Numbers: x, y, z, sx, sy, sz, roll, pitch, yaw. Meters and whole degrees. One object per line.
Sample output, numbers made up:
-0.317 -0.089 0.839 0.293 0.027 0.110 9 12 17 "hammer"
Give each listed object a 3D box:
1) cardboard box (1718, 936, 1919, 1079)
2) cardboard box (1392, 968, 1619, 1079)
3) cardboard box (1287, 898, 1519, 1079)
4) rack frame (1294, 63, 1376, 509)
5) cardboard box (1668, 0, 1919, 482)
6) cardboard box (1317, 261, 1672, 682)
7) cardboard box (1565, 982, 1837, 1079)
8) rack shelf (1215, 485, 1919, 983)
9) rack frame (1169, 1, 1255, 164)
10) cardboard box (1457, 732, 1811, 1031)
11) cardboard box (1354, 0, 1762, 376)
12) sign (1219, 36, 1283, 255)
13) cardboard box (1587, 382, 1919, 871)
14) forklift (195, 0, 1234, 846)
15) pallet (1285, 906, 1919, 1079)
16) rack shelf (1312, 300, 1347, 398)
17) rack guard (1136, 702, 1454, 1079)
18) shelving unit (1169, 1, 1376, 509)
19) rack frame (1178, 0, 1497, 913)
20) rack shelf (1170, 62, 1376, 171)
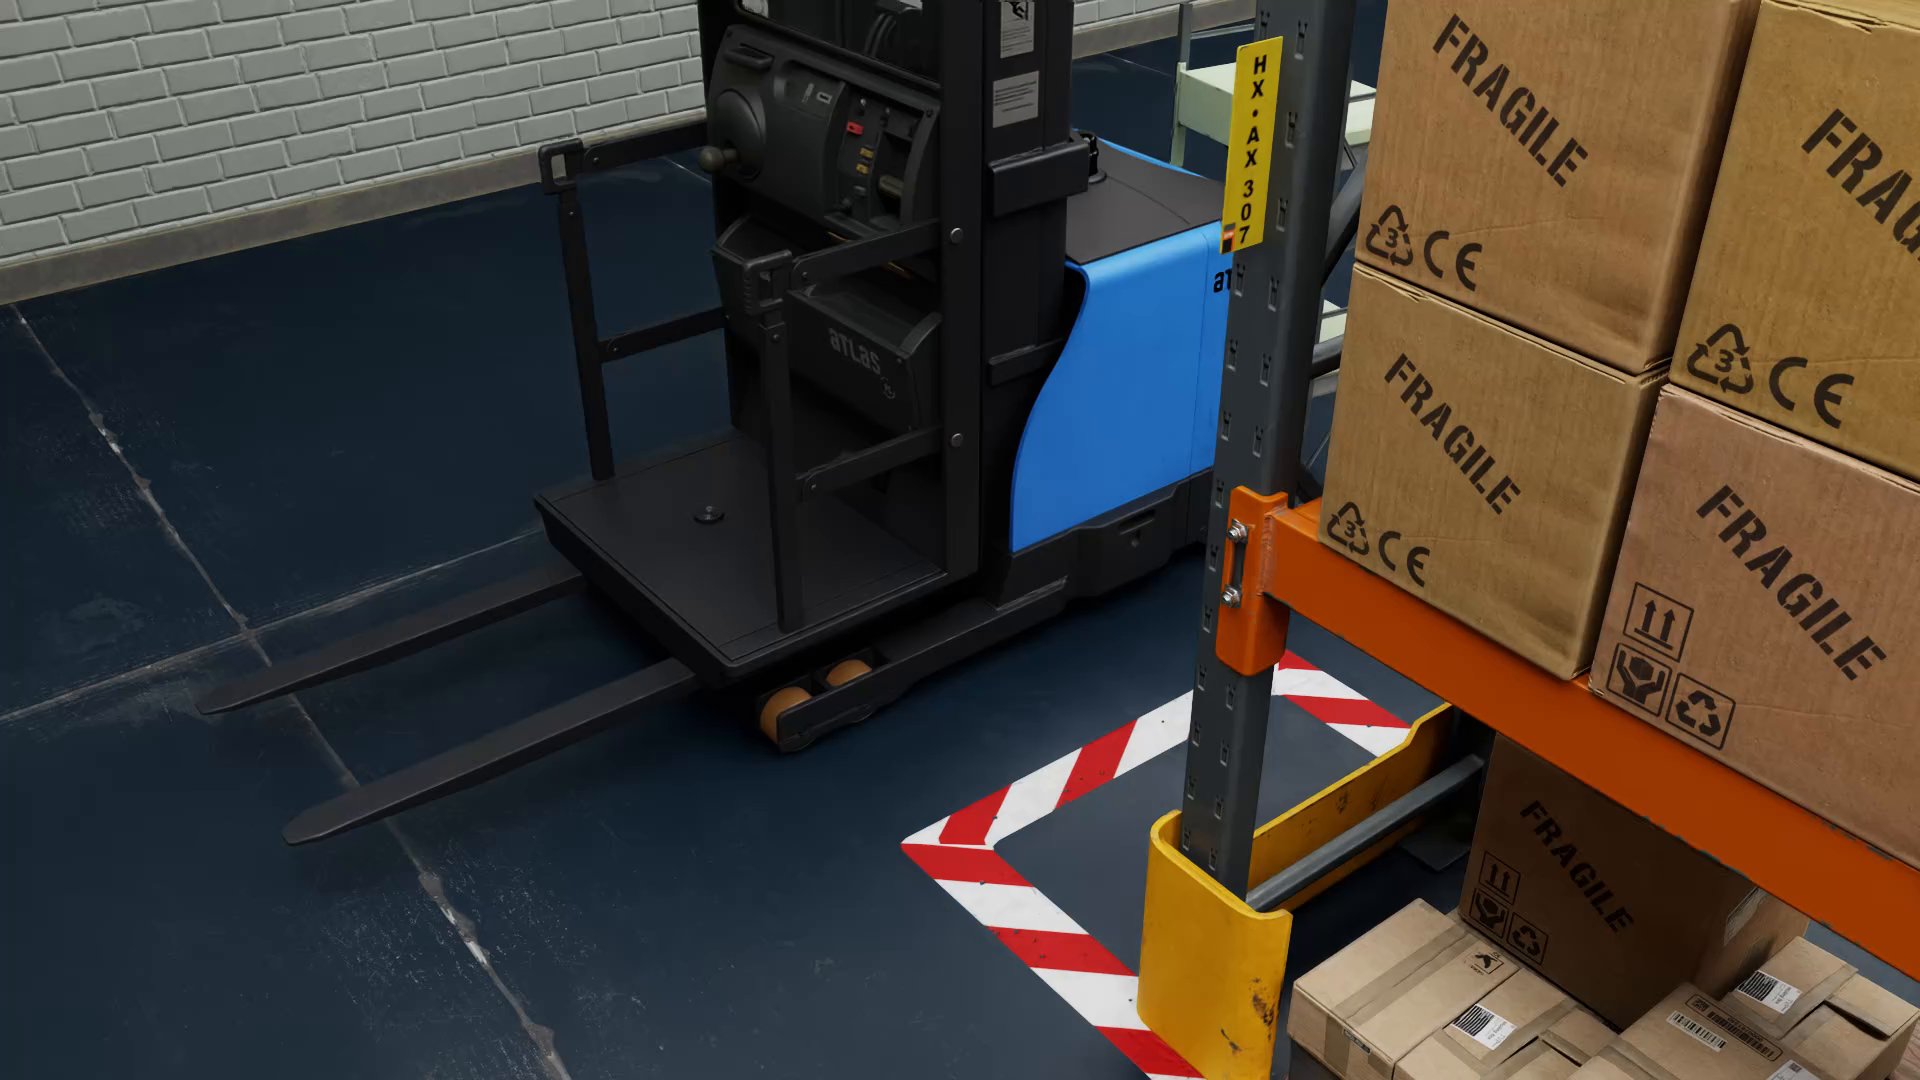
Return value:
1.583 0.951 3.145 0.380 0.166 0.250 -22 38 -31 "cardboard box"
1.016 0.996 3.072 0.380 0.166 0.250 -22 38 -31 "cardboard box"
0.863 0.899 3.244 0.380 0.149 0.250 -22 38 -31 "cardboard box"
1.199 -0.693 4.944 0.400 1.500 0.023 -16 35 -24 "rack frame"
1.268 -0.392 1.996 0.500 0.500 0.500 -22 38 -31 "cardboard box"
0.941 -0.183 2.607 0.500 0.500 0.500 -21 38 -30 "cardboard box"
1.294 1.097 2.829 0.500 0.250 0.500 -22 38 -31 "cardboard box"
2.104 0.728 1.916 1.077 0.370 4.000 -22 38 -31 "rack shelf"
0.842 -1.030 5.487 0.400 1.500 0.023 -16 35 -24 "rack frame"
1.406 0.611 3.375 0.500 0.500 0.500 -22 38 -31 "cardboard box"
0.941 -0.608 2.343 0.500 0.500 0.500 -21 38 -30 "cardboard box"
0.449 -0.603 2.557 0.100 0.325 0.005 -22 38 -31 "sign"
1.262 0.030 2.263 0.500 0.500 0.500 -23 38 -32 "cardboard box"
-0.528 -1.007 4.093 3.031 2.935 1.130 -23 38 -32 "forklift"
1.414 1.138 3.219 1.003 0.211 1.213 -22 38 -31 "pallet"
1.021 -0.584 5.387 0.431 0.370 0.720 -16 35 -24 "rack shelf"
0.924 0.683 3.677 1.175 0.500 0.348 -22 38 -31 "rack guard"
1.021 -0.861 5.215 0.431 1.500 0.755 -16 35 -24 "shelving unit"
0.878 -0.411 3.068 1.000 3.000 0.127 -22 38 -31 "rack frame"
1.021 -1.193 5.010 0.431 0.370 0.720 -16 35 -24 "rack shelf"
